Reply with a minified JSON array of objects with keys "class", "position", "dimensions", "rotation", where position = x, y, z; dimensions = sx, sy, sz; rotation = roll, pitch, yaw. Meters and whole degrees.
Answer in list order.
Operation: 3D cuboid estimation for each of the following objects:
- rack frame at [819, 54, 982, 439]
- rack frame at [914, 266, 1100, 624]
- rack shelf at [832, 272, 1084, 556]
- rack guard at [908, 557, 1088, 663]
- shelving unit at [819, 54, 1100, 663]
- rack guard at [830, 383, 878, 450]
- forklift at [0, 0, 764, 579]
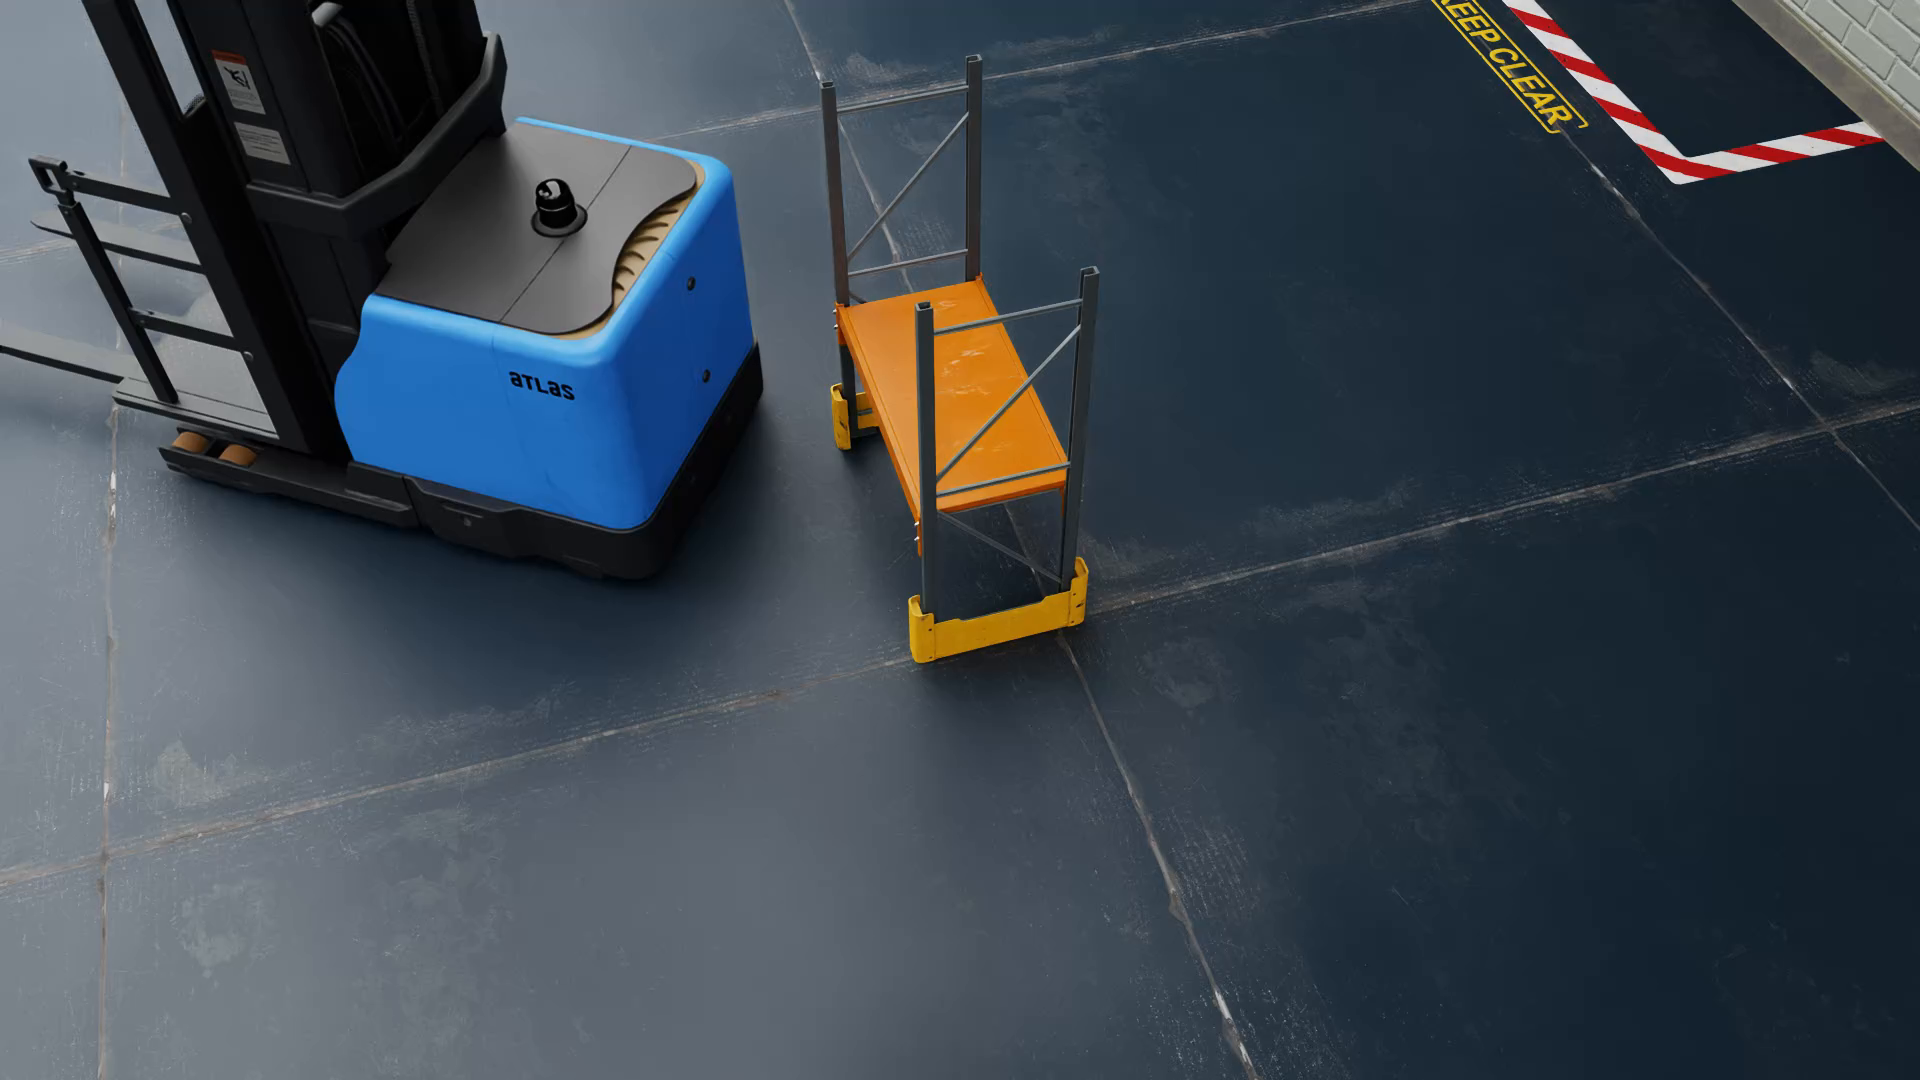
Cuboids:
[{"class":"rack frame","position":[-0.176,-0.917,5.542],"dimensions":[0.500,1.500,0.032],"rotation":[-13,51,-11]},{"class":"rack frame","position":[0.125,-0.174,4.916],"dimensions":[0.500,1.500,0.032],"rotation":[-13,51,-11]},{"class":"rack shelf","position":[-0.025,-0.430,5.367],"dimensions":[0.538,0.185,1.000],"rotation":[-13,51,-11]},{"class":"rack guard","position":[0.125,0.227,5.395],"dimensions":[0.587,0.250,0.087],"rotation":[-13,51,-11]},{"class":"shelving unit","position":[-0.023,-0.539,5.224],"dimensions":[0.587,1.500,1.083],"rotation":[-13,51,-11]},{"class":"rack guard","position":[-0.170,-0.500,6.008],"dimensions":[0.587,0.250,0.087],"rotation":[-13,51,-11]},{"class":"forklift","position":[-2.297,-1.490,5.089],"dimensions":[3.031,2.935,1.130],"rotation":[14,51,12]}]
